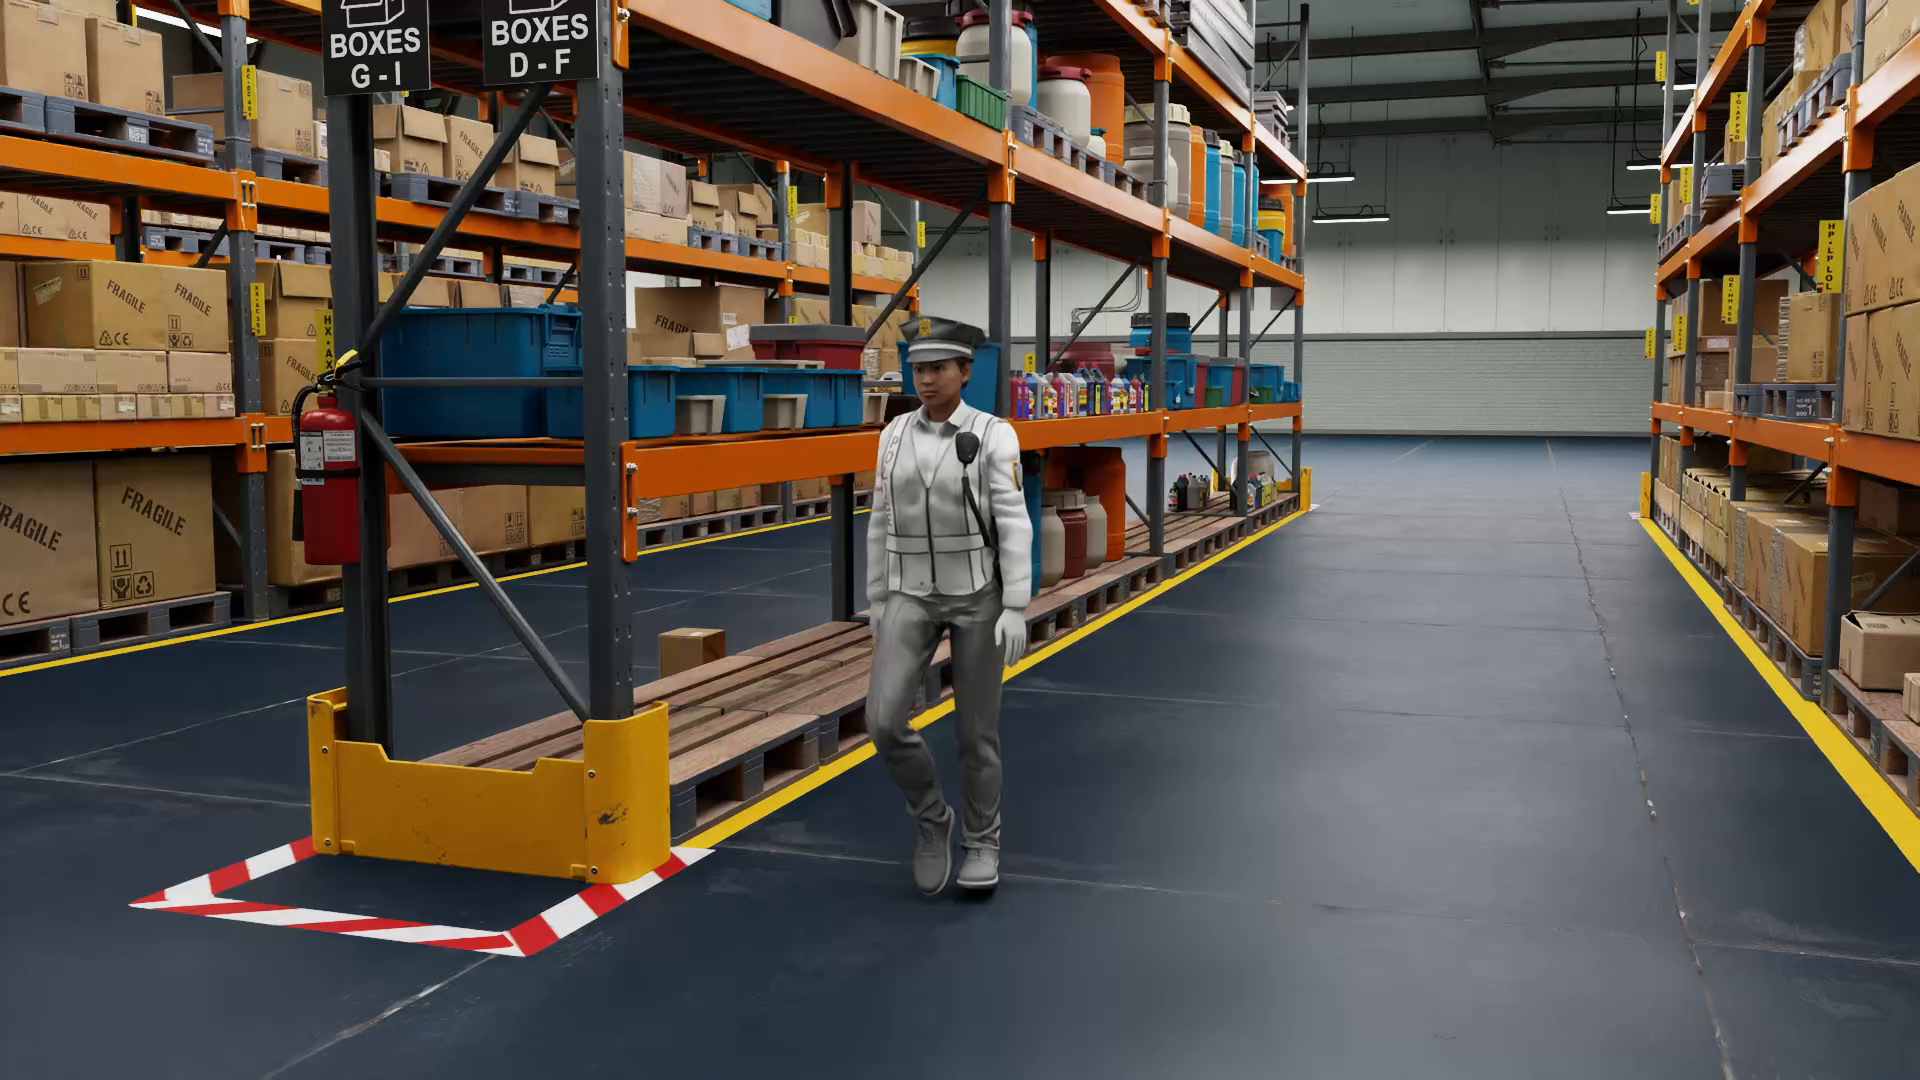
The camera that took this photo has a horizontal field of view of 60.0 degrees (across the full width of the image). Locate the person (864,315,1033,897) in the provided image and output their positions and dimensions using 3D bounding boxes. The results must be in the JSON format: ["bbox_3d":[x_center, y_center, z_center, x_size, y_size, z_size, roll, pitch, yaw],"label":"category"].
[{"bbox_3d":[-0.047,0.205,4.827,0.538,1.695,0.468,1,5,15],"label":"person"}]
